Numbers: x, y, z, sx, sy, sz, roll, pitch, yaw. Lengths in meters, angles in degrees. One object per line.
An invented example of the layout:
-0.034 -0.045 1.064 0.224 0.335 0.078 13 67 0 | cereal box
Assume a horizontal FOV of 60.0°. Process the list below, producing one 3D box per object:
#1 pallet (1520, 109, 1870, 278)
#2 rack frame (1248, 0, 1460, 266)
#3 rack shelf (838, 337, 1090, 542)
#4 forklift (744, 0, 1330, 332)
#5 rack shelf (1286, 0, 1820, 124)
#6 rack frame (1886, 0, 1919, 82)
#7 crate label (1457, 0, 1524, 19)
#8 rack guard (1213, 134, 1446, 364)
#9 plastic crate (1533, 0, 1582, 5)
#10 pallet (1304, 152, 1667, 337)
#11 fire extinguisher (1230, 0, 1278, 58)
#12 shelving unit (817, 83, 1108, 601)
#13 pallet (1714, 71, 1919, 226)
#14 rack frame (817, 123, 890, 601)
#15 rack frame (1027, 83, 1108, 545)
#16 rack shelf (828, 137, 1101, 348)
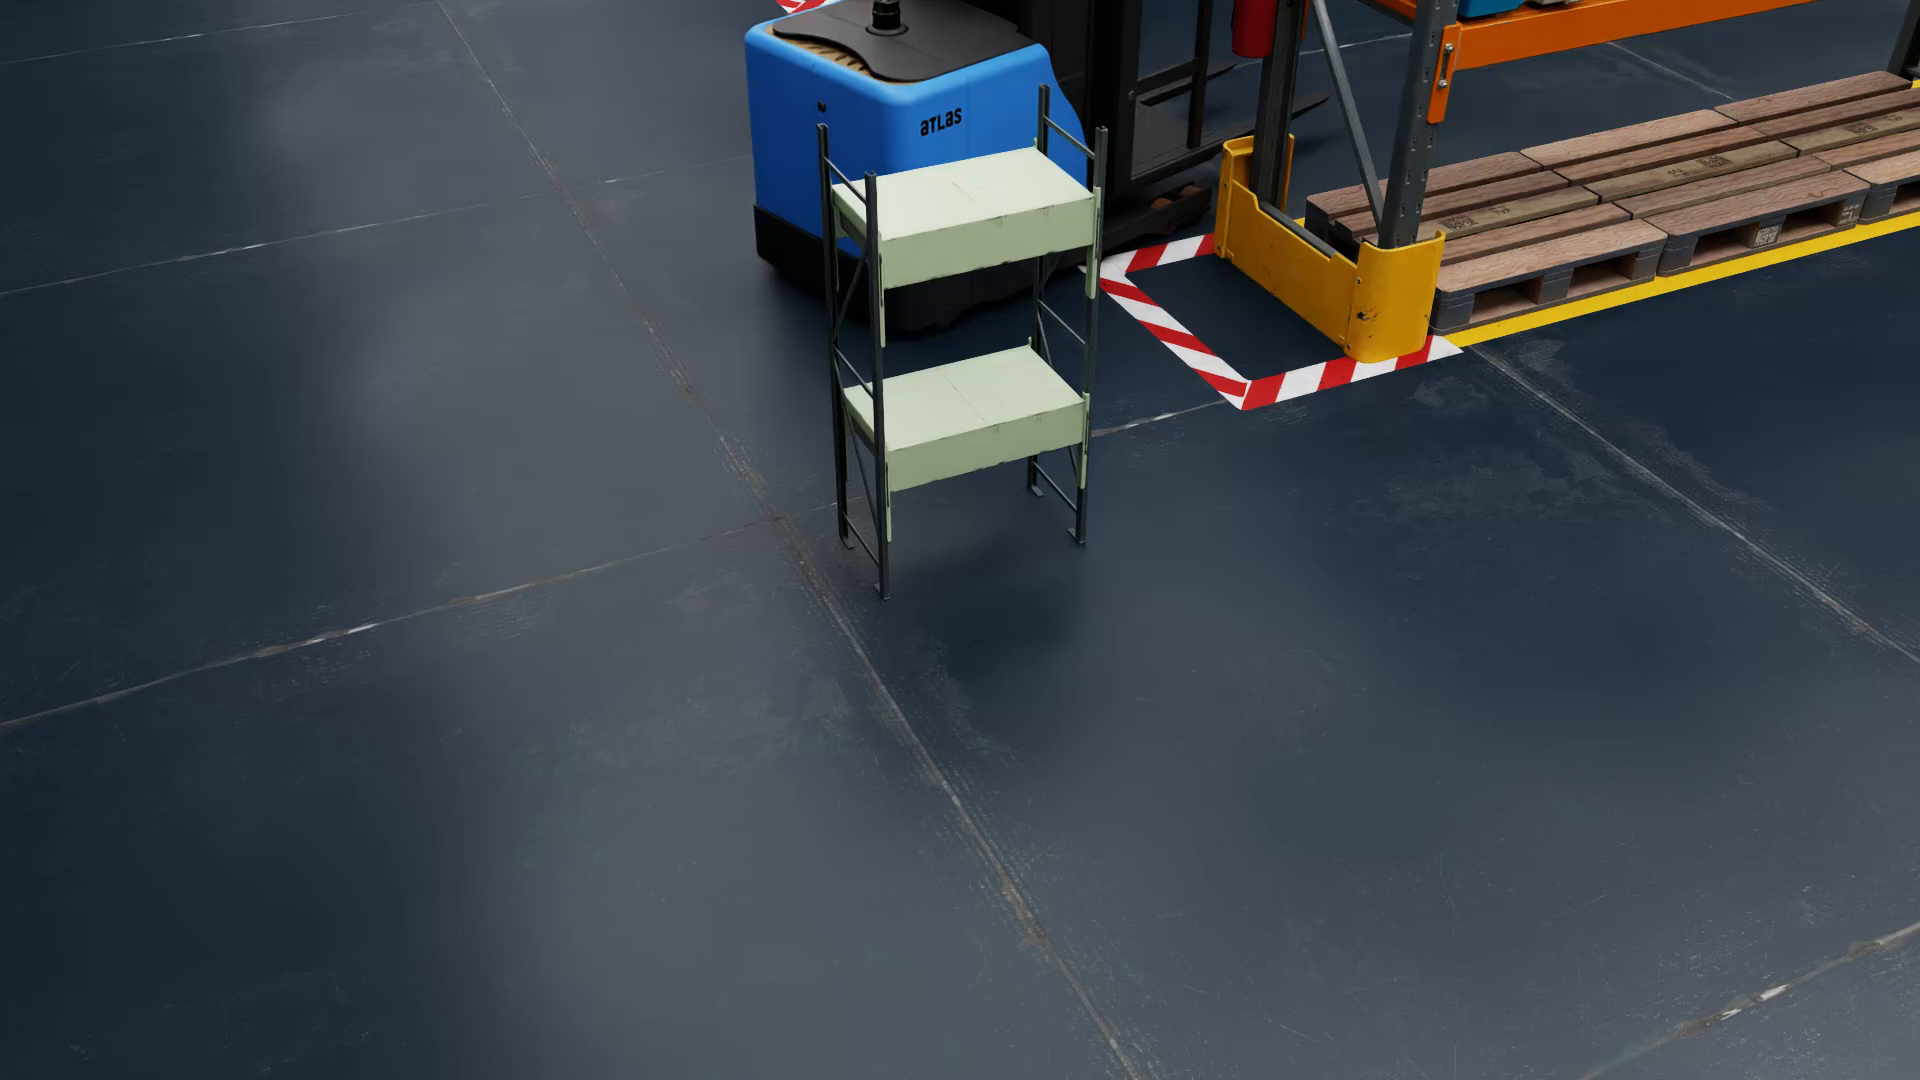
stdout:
3.407 -1.649 7.797 1.213 0.211 1.003 -16 39 -20 | pallet
1.541 -2.275 6.300 0.127 3.000 1.000 -16 39 -20 | rack frame
0.006 -0.342 5.500 0.720 0.370 0.431 -16 39 -20 | rack shelf
0.530 -2.781 7.039 3.031 2.935 1.130 -29 45 -33 | forklift
3.352 -2.492 7.196 4.000 0.370 1.077 -16 39 -20 | rack shelf
5.162 -3.288 7.665 0.127 3.000 1.000 -16 39 -20 | rack frame
1.904 -2.117 6.176 0.303 0.233 0.416 -16 39 -20 | crate label
1.525 -1.258 7.027 0.348 0.500 1.175 -16 39 -20 | rack guard
2.230 -2.115 6.254 0.298 0.136 0.250 -16 39 -20 | plastic crate
2.304 -1.343 7.383 1.213 0.211 1.003 -16 39 -20 | pallet
1.211 -2.301 6.713 0.183 0.674 0.296 -16 39 -20 | fire extinguisher
0.006 -0.604 5.305 0.755 1.500 0.431 -16 39 -20 | shelving unit
4.513 -1.961 8.216 1.213 0.211 1.003 -16 39 -20 | pallet
-0.325 -0.511 5.181 0.023 1.500 0.400 -16 39 -20 | rack frame
0.337 -0.697 5.430 0.023 1.500 0.400 -16 39 -20 | rack frame
0.006 -0.918 5.073 0.720 0.370 0.431 -16 39 -20 | rack shelf
